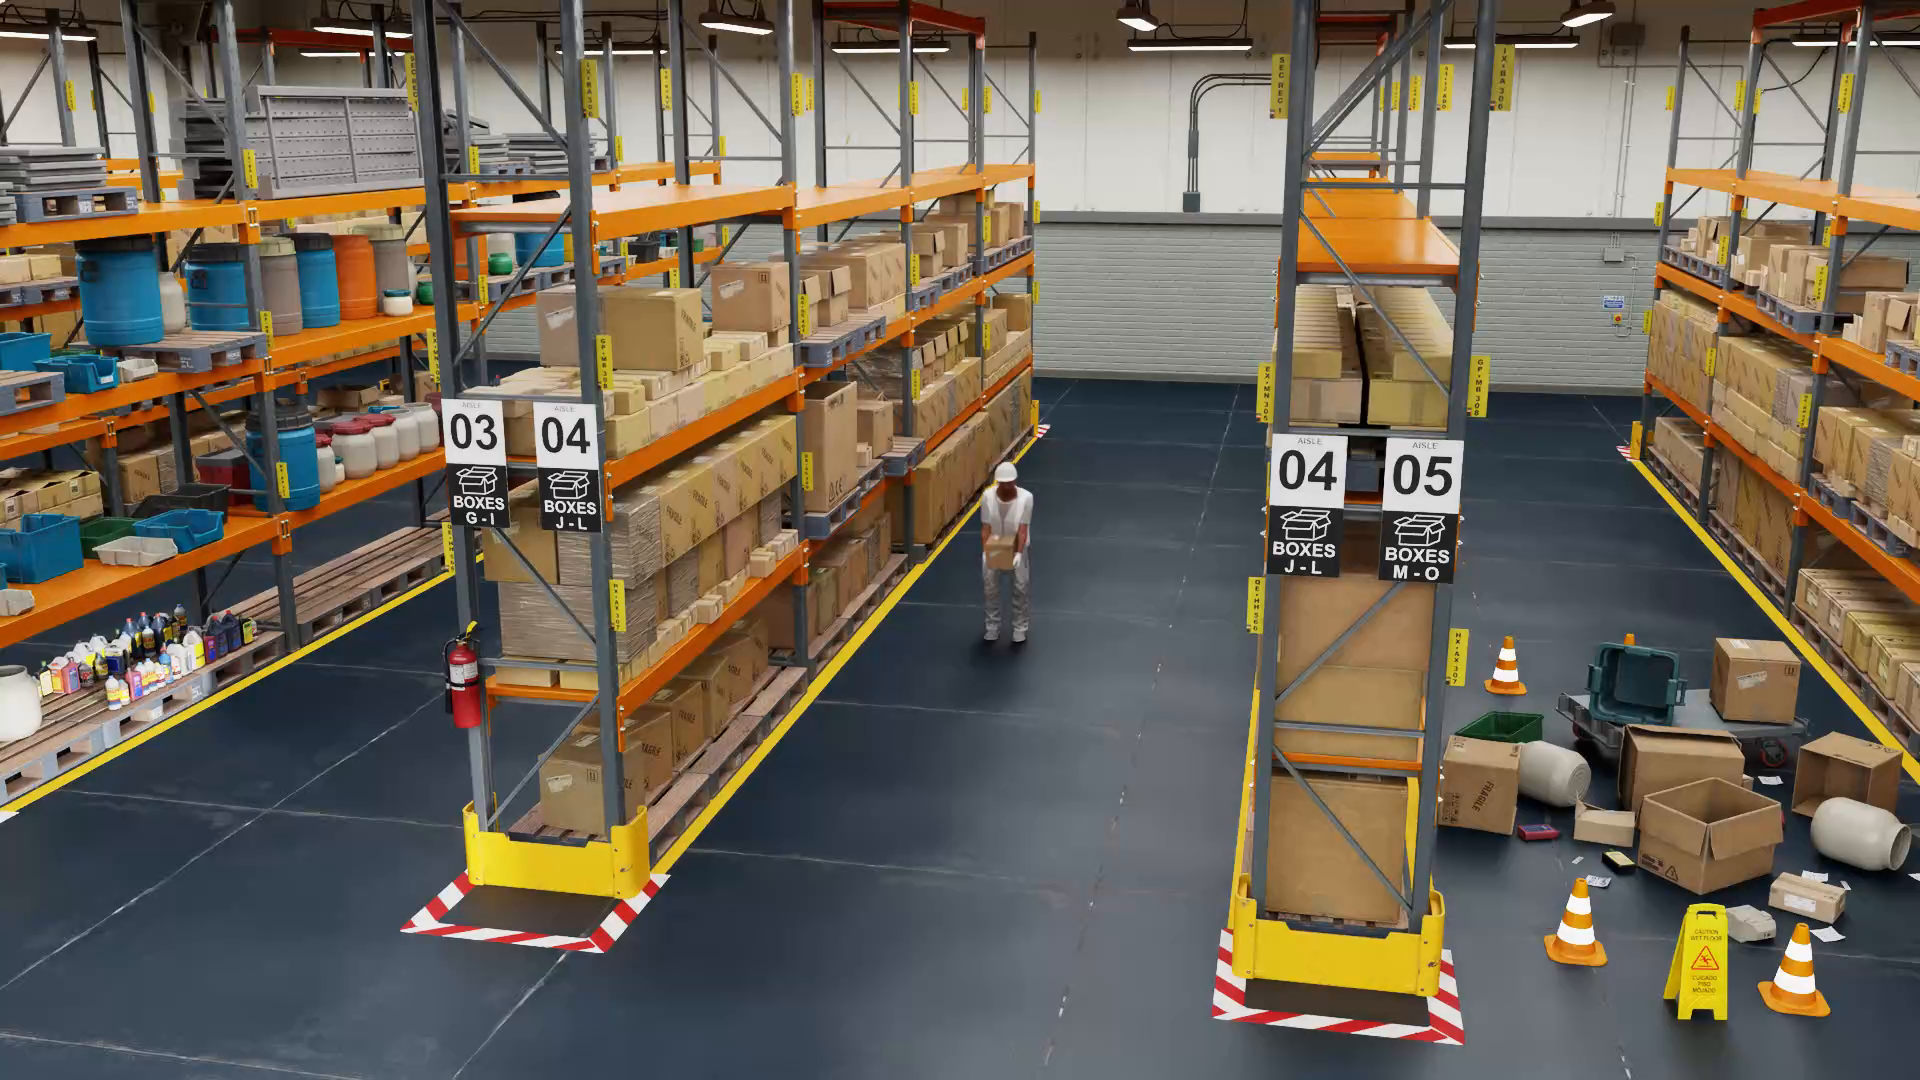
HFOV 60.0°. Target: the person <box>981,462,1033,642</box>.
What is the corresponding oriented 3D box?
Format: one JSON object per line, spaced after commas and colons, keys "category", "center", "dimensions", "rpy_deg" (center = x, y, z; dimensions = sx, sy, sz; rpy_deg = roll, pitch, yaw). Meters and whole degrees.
{"category": "person", "center": [0.437, 0.111, 15.615], "dimensions": [0.488, 1.744, 0.612], "rpy_deg": [3, 15, 10]}
